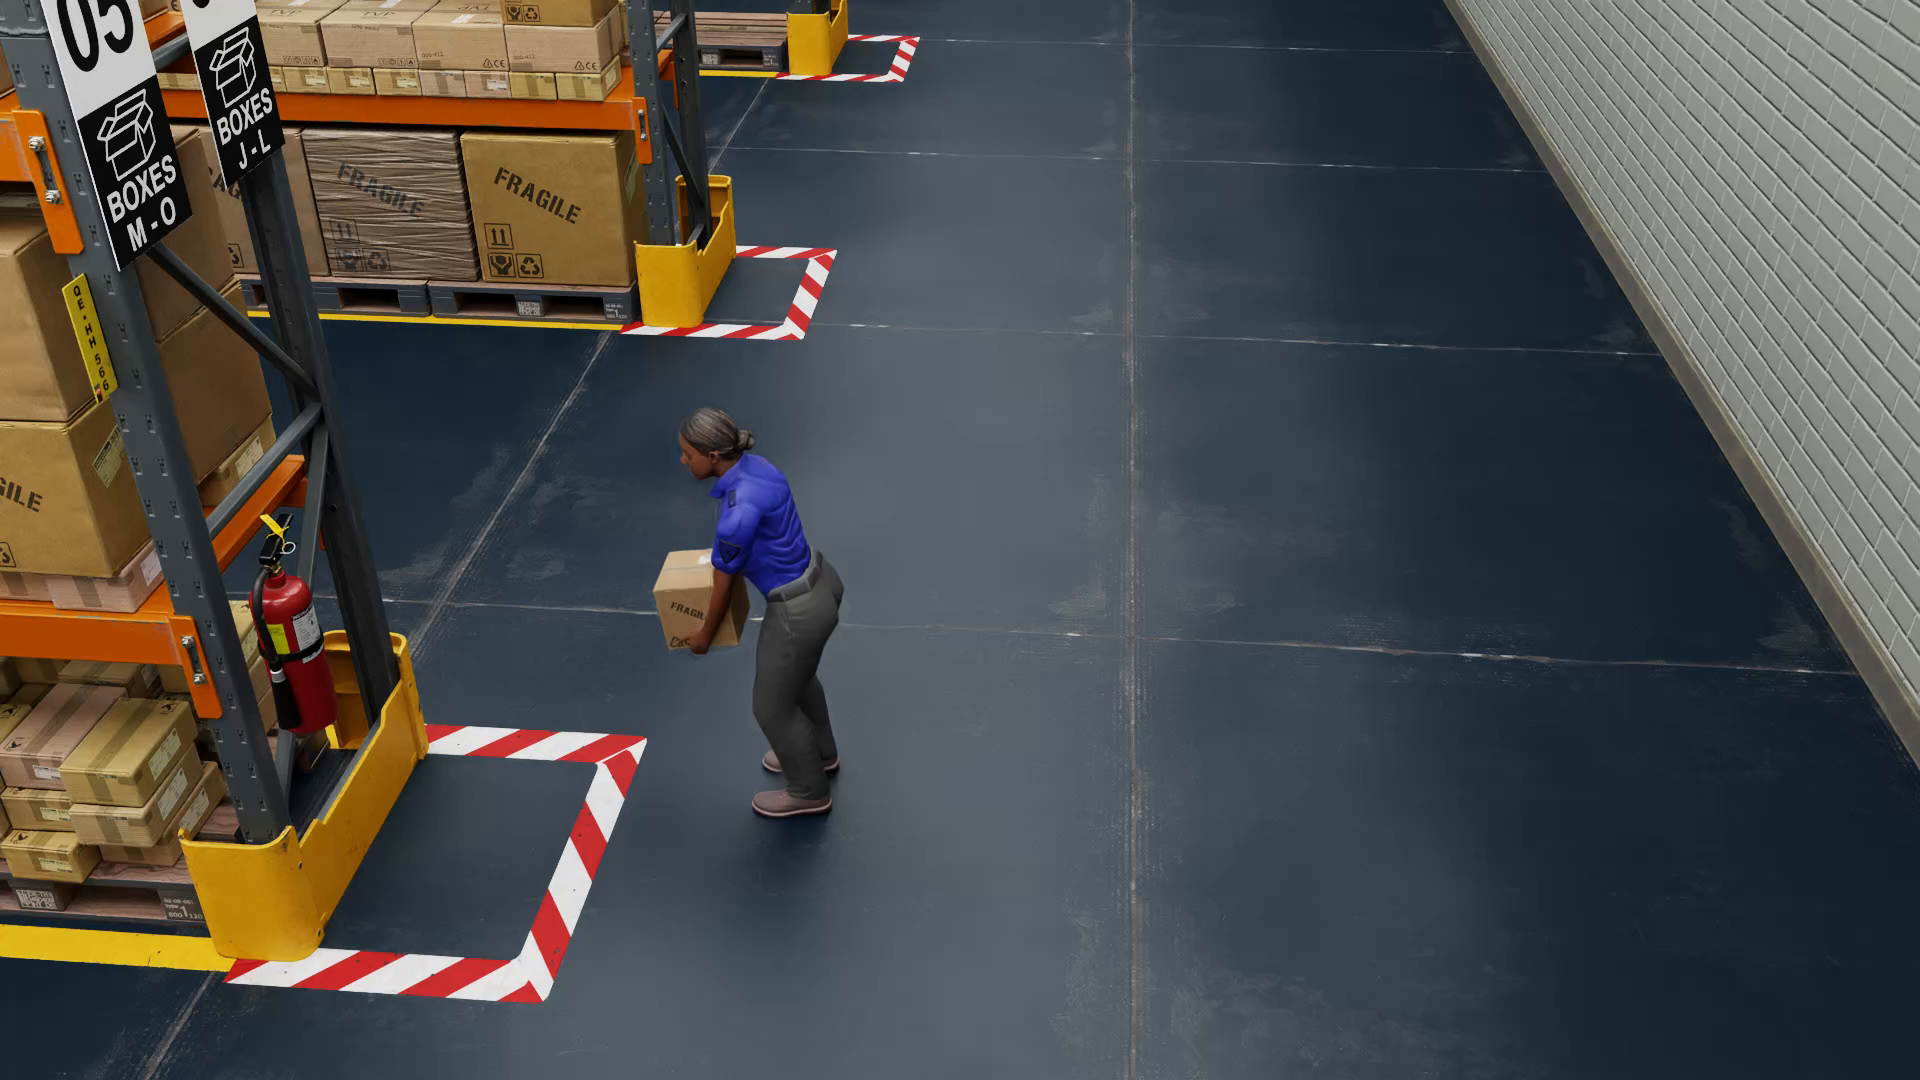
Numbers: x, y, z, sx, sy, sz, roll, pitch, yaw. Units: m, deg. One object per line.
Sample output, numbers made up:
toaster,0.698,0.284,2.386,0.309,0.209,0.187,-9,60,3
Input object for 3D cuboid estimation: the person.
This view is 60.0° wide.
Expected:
person,-0.693,0.251,5.804,0.562,1.596,0.413,2,32,3
